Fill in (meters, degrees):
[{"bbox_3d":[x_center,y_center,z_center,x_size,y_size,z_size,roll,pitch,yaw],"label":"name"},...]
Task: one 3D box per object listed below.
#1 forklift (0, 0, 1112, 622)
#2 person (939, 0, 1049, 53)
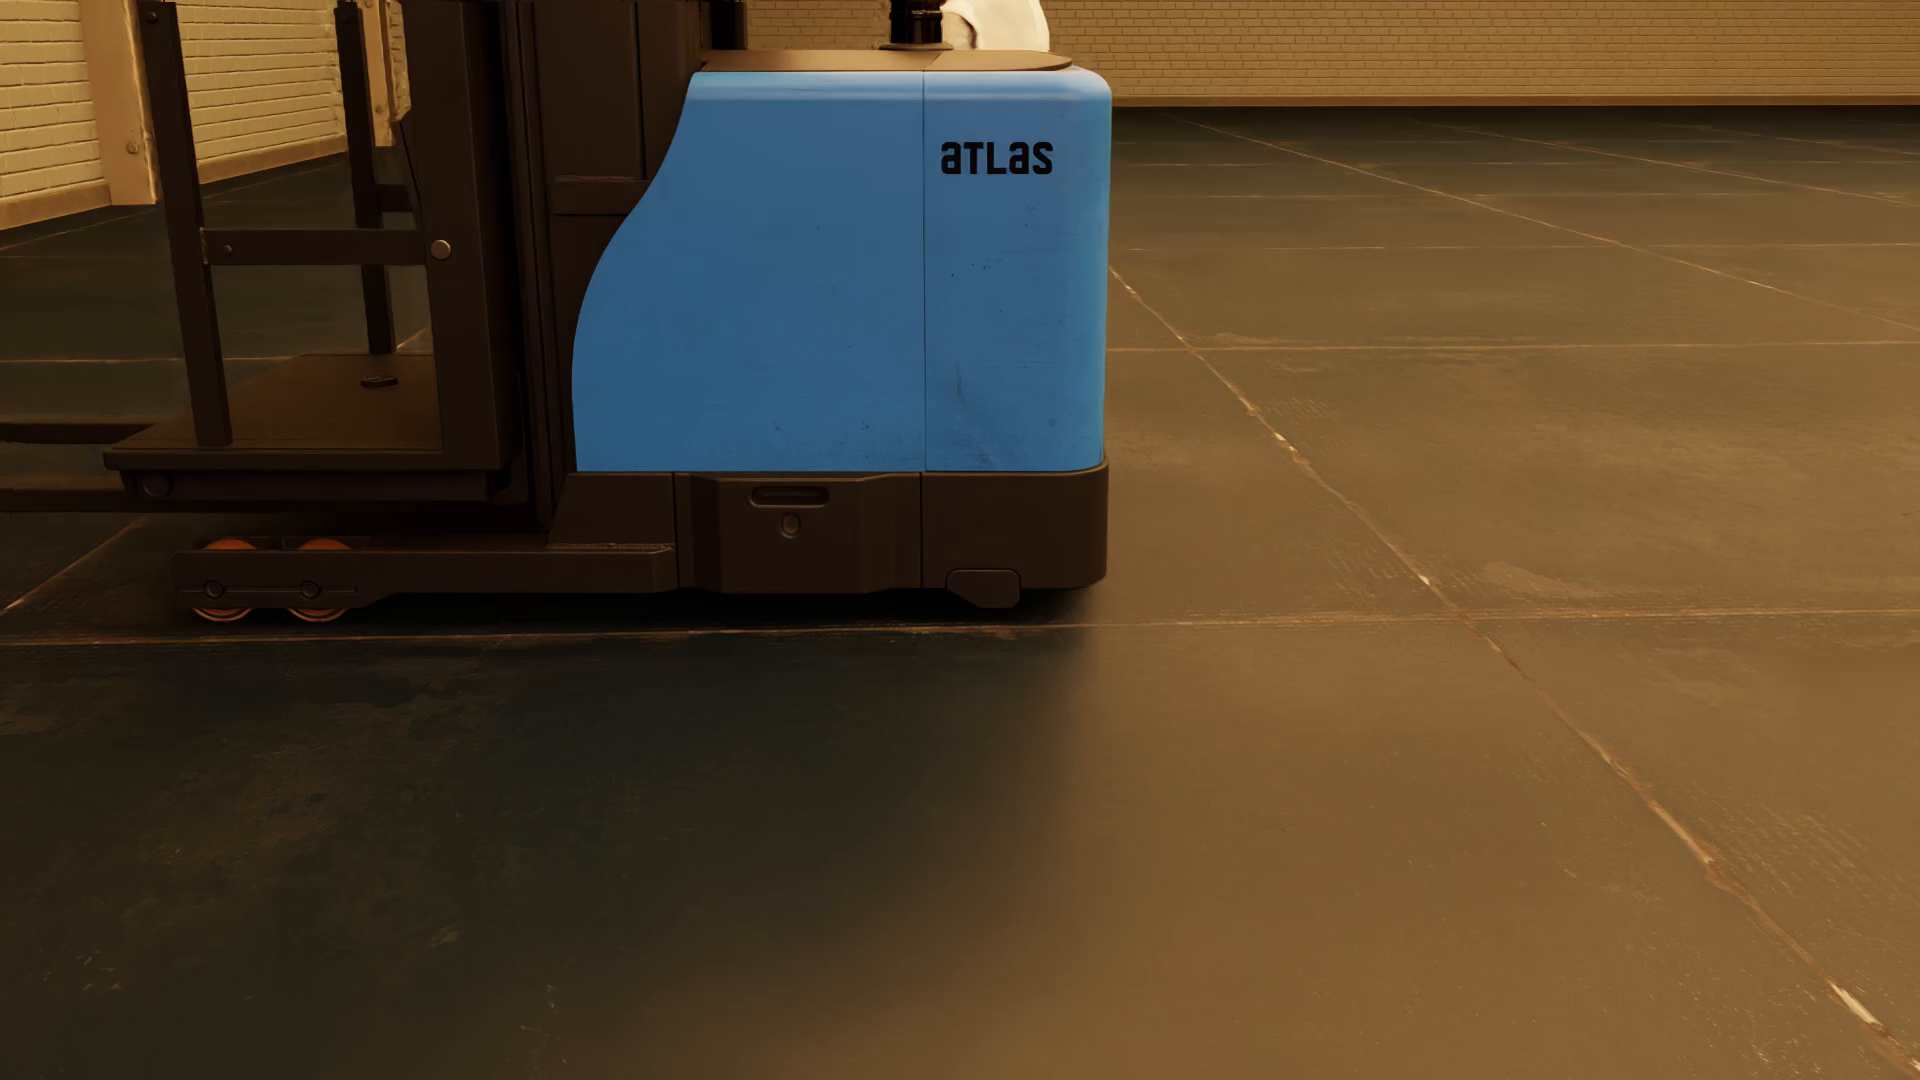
[{"bbox_3d":[-1.210,-1.389,3.450,3.031,2.935,1.130,0,17,0],"label":"forklift"},{"bbox_3d":[0.002,-1.132,5.075,0.670,1.549,0.935,-5,18,-16],"label":"person"}]
